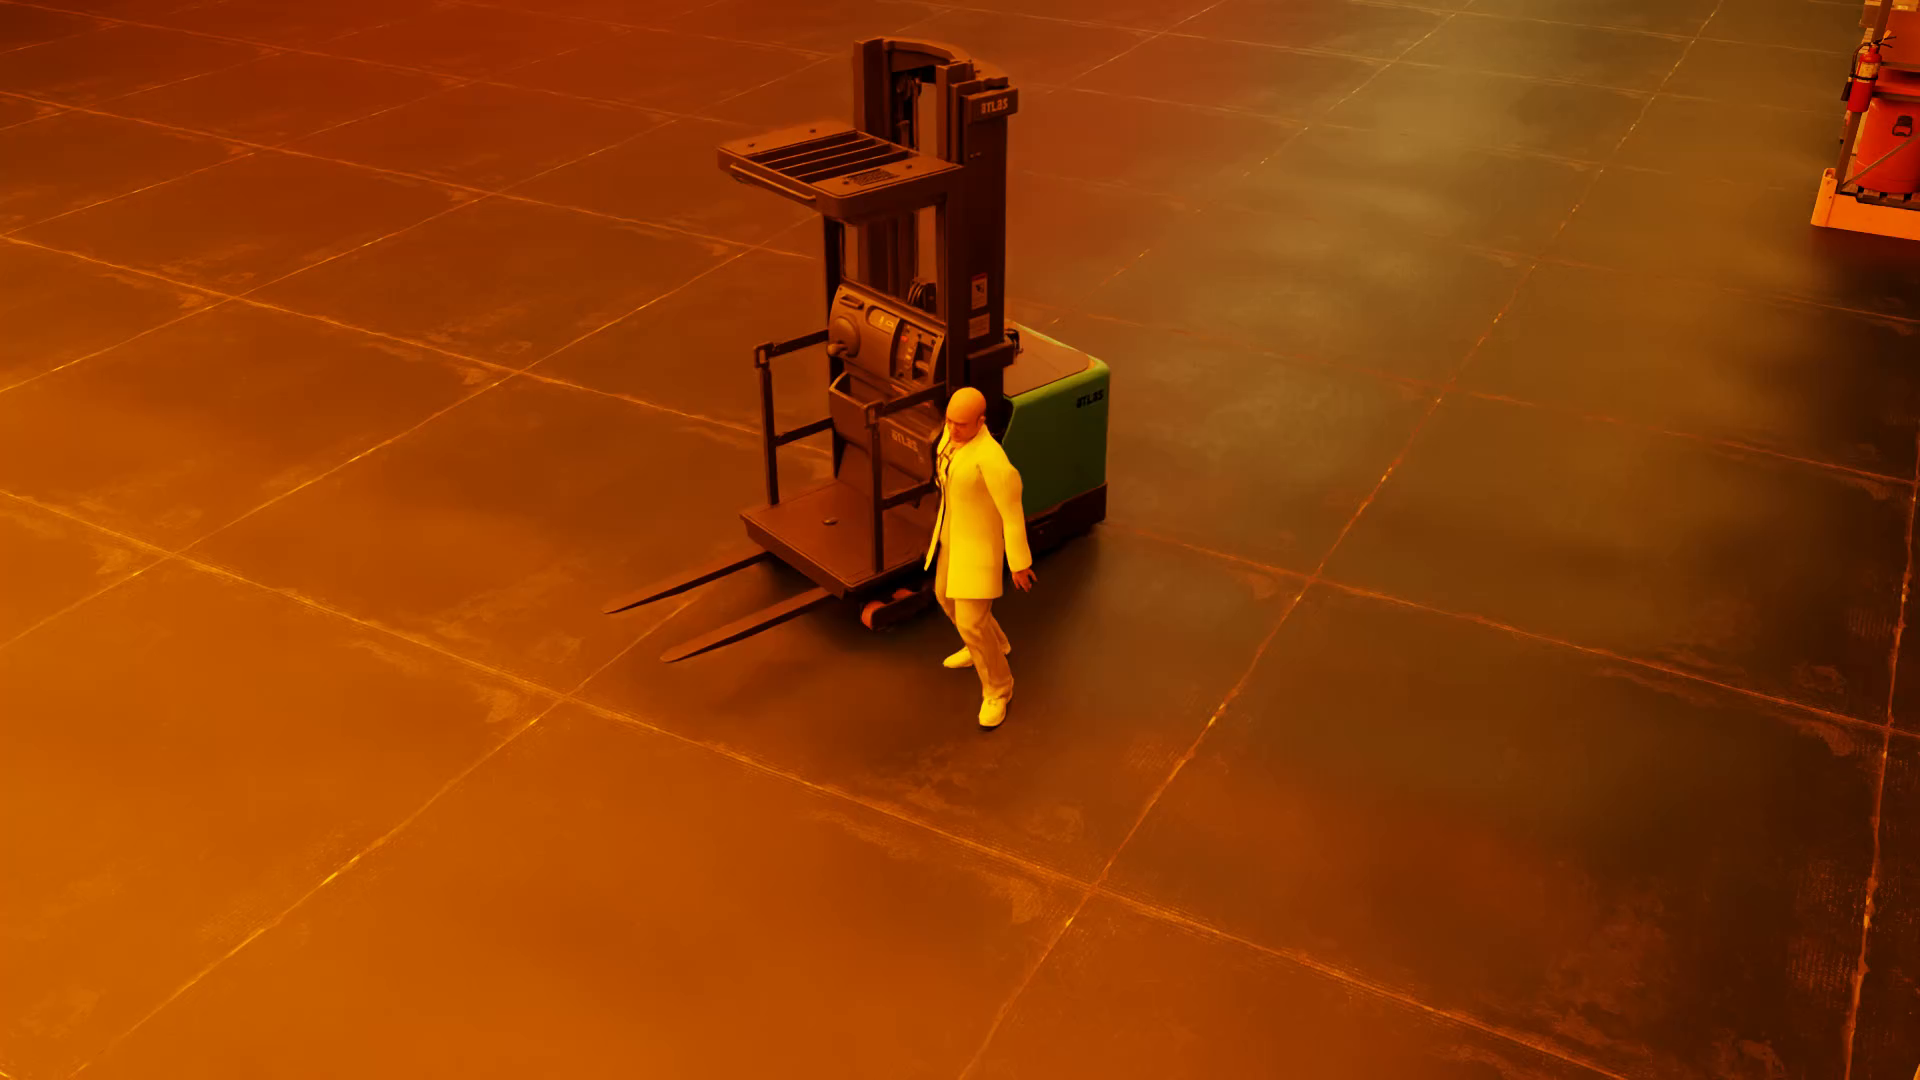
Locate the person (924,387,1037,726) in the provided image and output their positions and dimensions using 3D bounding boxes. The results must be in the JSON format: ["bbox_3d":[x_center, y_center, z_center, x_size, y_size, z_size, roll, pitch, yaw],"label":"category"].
[{"bbox_3d":[0.088,-0.010,8.323,0.509,1.742,0.912,-12,32,-20],"label":"person"}]

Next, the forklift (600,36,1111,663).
[{"bbox_3d":[-0.562,-1.067,8.919,3.031,2.935,1.130,-23,37,-34],"label":"forklift"}]
